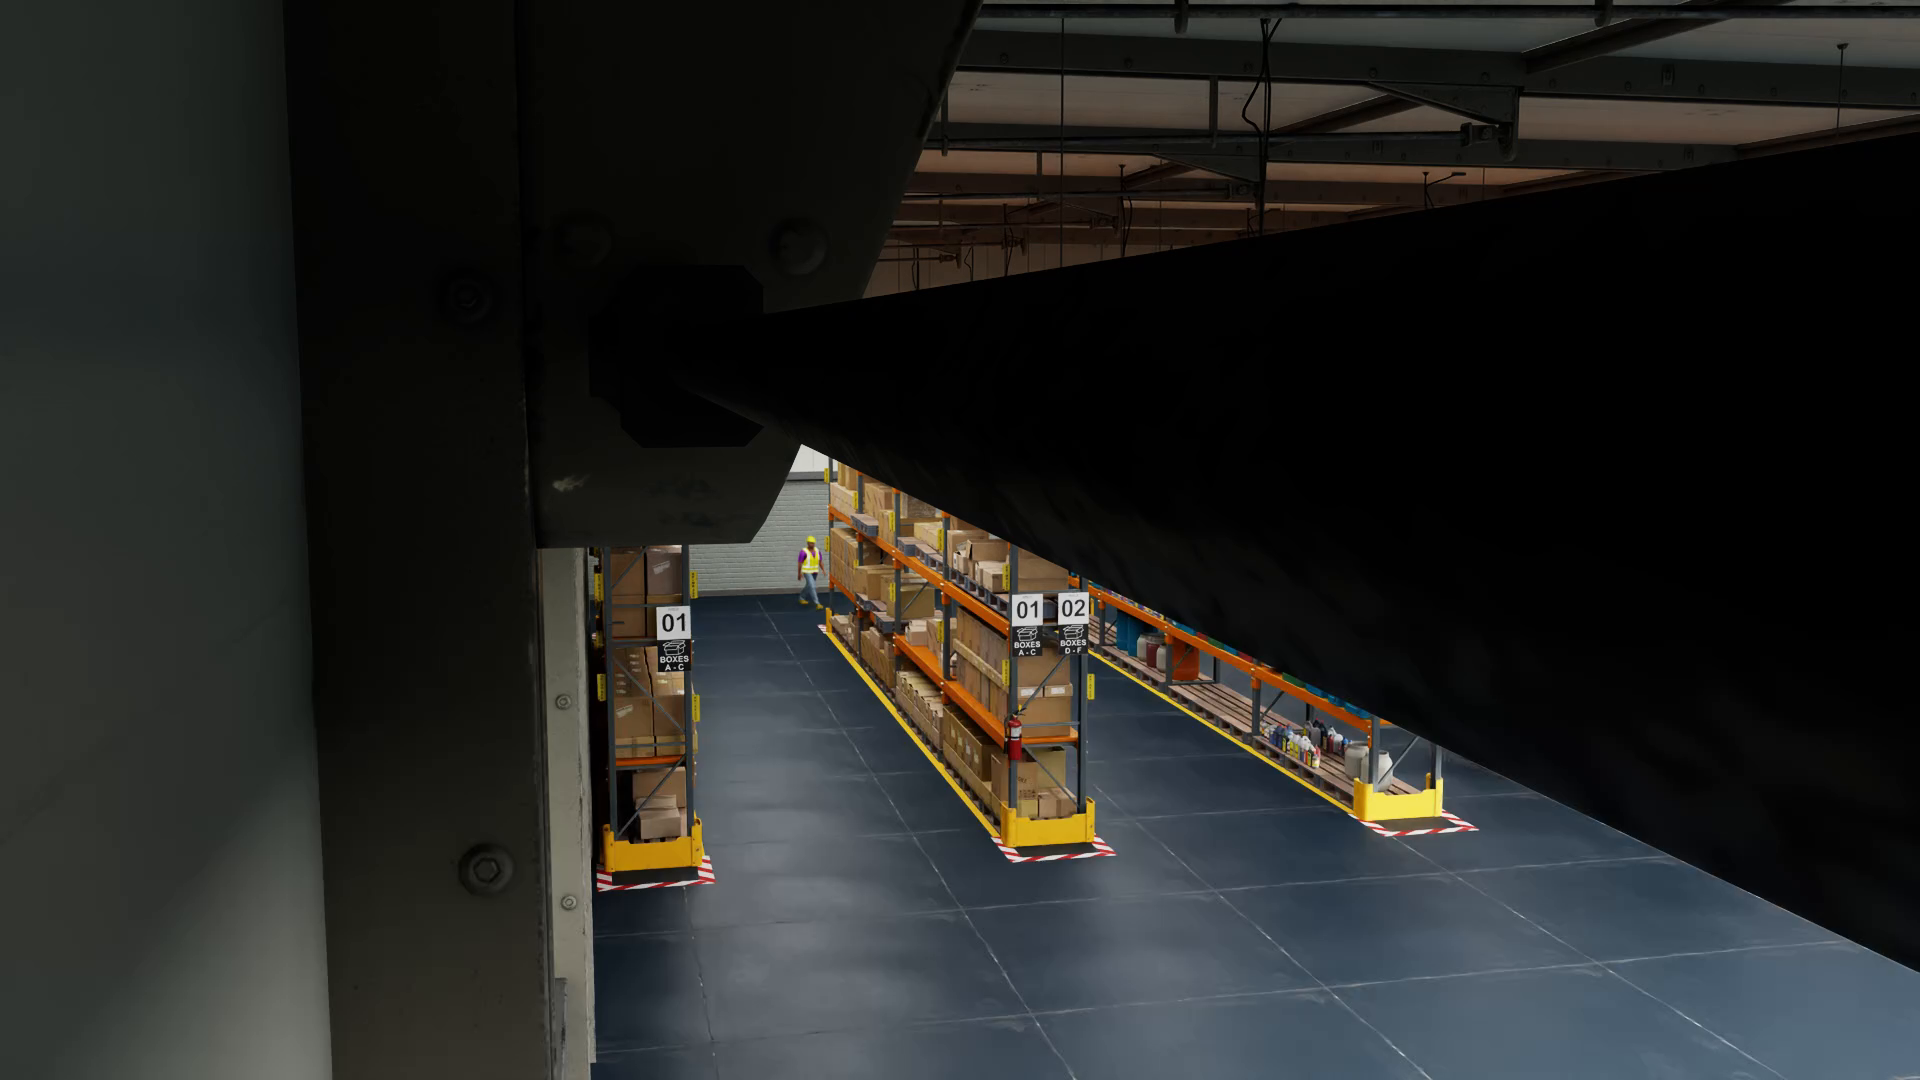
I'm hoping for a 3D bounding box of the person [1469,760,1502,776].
[{"bbox_3d":[7.839,2.605,24.506,0.465,1.608,0.954,-3,8,-26],"label":"person"}]

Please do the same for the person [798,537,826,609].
[{"bbox_3d":[-3.533,0.766,39.593,1.121,1.702,0.578,6,9,44],"label":"person"}]
